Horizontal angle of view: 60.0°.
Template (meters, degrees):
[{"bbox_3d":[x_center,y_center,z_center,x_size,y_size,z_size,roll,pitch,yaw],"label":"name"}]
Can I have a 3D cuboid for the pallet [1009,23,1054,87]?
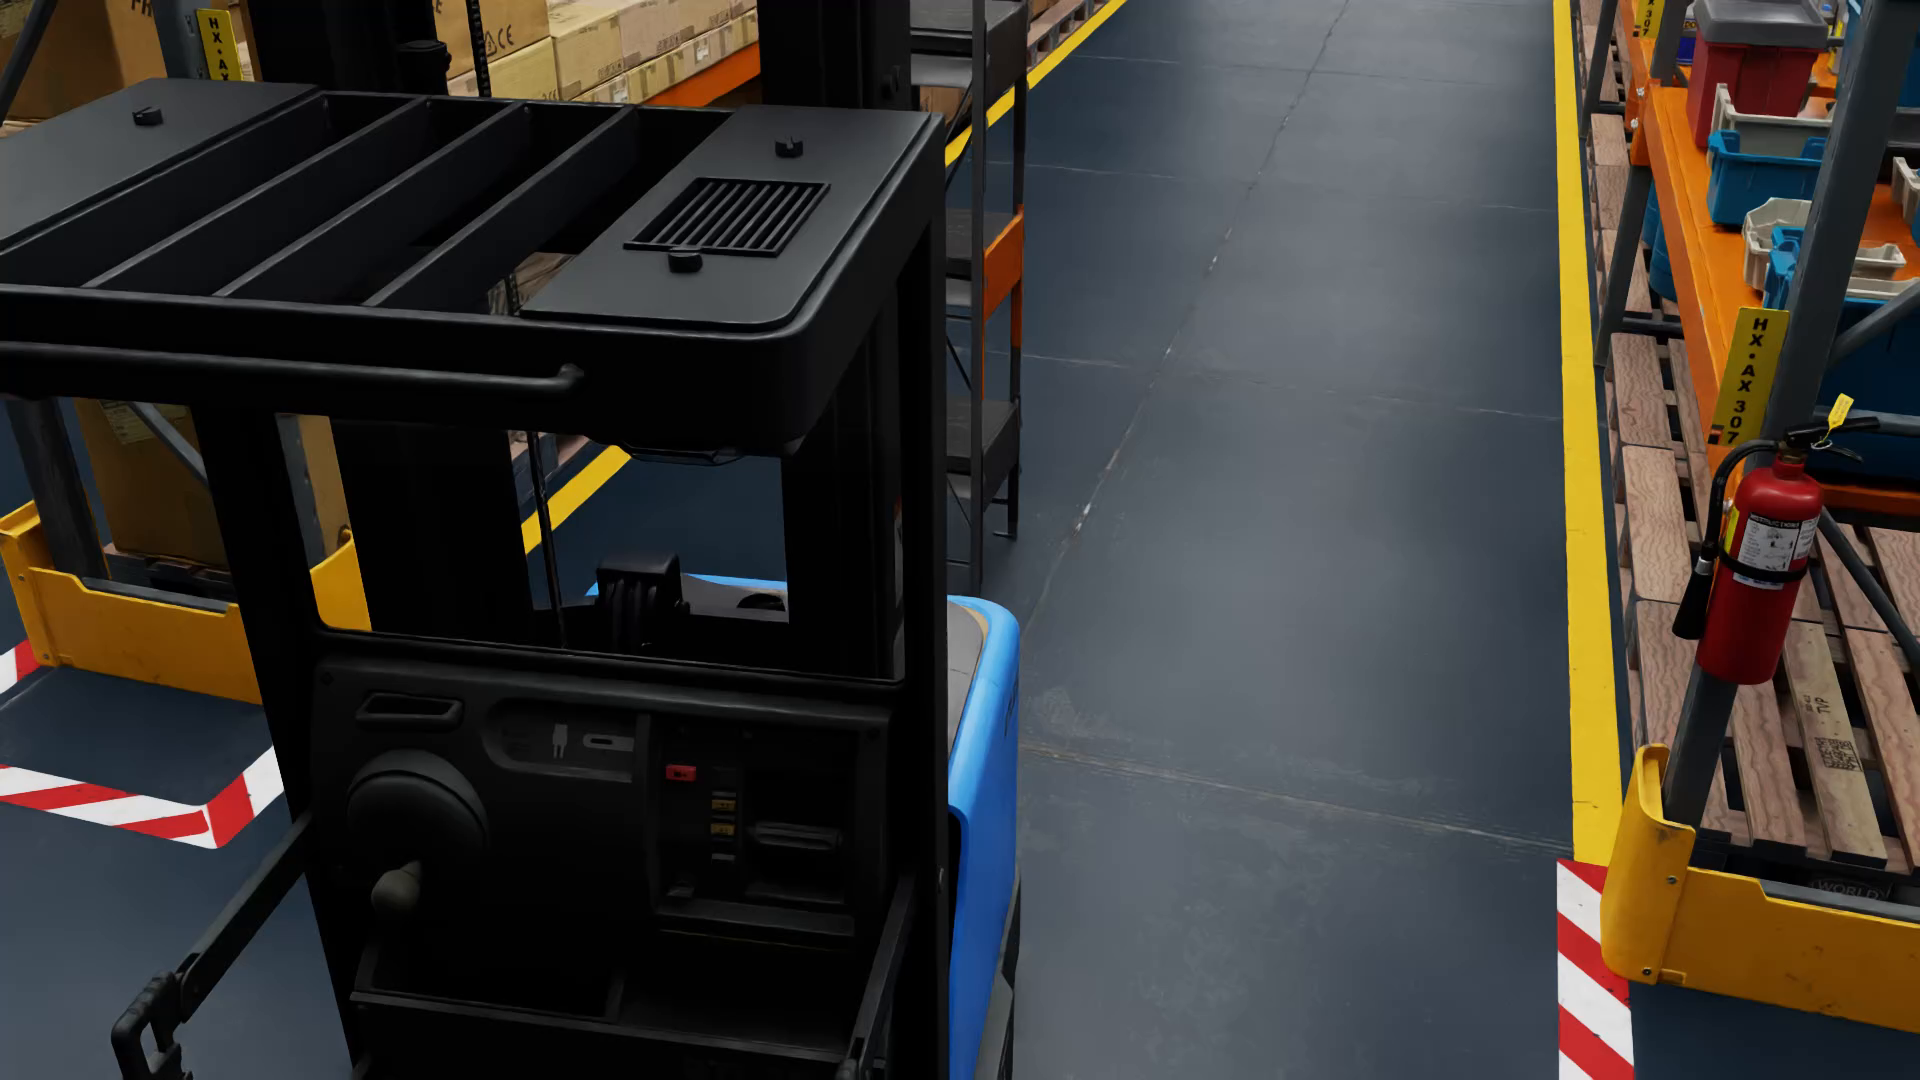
[{"bbox_3d":[0.093,-3.777,12.823,1.003,0.211,1.213,8,30,15],"label":"pallet"}]

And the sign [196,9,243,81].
[{"bbox_3d":[-1.958,-1.246,4.432,0.100,0.325,0.005,8,30,15],"label":"sign"}]

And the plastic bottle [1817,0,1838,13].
[{"bbox_3d":[4.194,-2.604,7.973,0.152,0.276,0.135,8,30,15],"label":"plastic bottle"}]

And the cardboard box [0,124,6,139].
[{"bbox_3d":[-5.813,-2.405,9.681,0.380,0.149,0.250,9,30,16],"label":"cardboard box"}]

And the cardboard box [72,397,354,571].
[{"bbox_3d":[-2.375,-0.479,5.779,0.875,0.875,0.875,8,30,15],"label":"cardboard box"}]

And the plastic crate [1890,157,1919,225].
[{"bbox_3d":[3.199,-1.126,5.398,0.293,0.136,0.466,8,30,15],"label":"plastic crate"}]

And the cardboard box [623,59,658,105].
[{"bbox_3d":[-1.465,-1.878,6.799,0.380,0.149,0.250,8,30,14],"label":"cardboard box"}]

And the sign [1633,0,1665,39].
[{"bbox_3d":[2.897,-2.267,6.956,0.100,0.325,0.005,8,30,15],"label":"sign"}]

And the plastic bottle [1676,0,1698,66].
[{"bbox_3d":[3.229,-2.242,7.323,0.152,0.276,0.135,8,30,15],"label":"plastic bottle"}]

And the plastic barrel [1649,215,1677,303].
[{"bbox_3d":[3.599,-1.584,7.738,0.600,0.901,0.708,8,30,15],"label":"plastic barrel"}]

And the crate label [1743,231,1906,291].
[{"bbox_3d":[2.472,-0.790,4.793,0.396,0.136,0.243,8,30,15],"label":"crate label"}]

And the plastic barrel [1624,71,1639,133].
[{"bbox_3d":[4.469,-2.931,10.234,0.600,0.830,0.708,8,30,15],"label":"plastic barrel"}]

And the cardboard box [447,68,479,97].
[{"bbox_3d":[-1.941,-1.406,5.541,0.500,0.250,0.500,8,30,14],"label":"cardboard box"}]

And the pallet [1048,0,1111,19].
[{"bbox_3d":[0.809,-4.911,14.861,1.003,0.211,1.213,8,30,15],"label":"pallet"}]

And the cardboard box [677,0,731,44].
[{"bbox_3d":[-1.340,-2.355,7.246,0.500,0.250,0.500,9,30,16],"label":"cardboard box"}]

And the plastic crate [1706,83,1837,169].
[{"bbox_3d":[2.798,-1.358,5.666,0.437,0.282,0.530,8,30,15],"label":"plastic crate"}]

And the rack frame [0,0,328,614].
[{"bbox_3d":[-2.486,-0.915,4.809,1.000,3.000,0.127,8,30,15],"label":"rack frame"}]

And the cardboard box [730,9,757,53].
[{"bbox_3d":[-1.164,-2.356,7.658,0.380,0.149,0.250,9,30,16],"label":"cardboard box"}]

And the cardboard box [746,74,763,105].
[{"bbox_3d":[-1.143,-2.329,9.105,1.225,0.875,0.875,9,30,15],"label":"cardboard box"}]

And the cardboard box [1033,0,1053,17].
[{"bbox_3d":[0.350,-4.571,13.500,0.700,0.500,0.500,11,31,19],"label":"cardboard box"}]

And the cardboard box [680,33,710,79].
[{"bbox_3d":[-1.315,-2.117,7.229,0.380,0.149,0.250,9,30,16],"label":"cardboard box"}]

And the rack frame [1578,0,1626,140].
[{"bbox_3d":[4.597,-3.926,10.222,1.000,3.000,0.127,8,30,15],"label":"rack frame"}]

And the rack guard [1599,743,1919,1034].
[{"bbox_3d":[2.254,0.897,4.123,1.175,0.500,0.348,8,30,15],"label":"rack guard"}]

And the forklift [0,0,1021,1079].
[{"bbox_3d":[-0.602,0.460,2.409,1.130,2.935,3.031,5,29,8],"label":"forklift"}]

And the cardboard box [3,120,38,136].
[{"bbox_3d":[-2.598,-1.243,5.246,0.500,0.250,0.500,8,30,14],"label":"cardboard box"}]

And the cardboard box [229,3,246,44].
[{"bbox_3d":[-5.259,-3.417,11.446,0.500,0.500,0.500,9,30,16],"label":"cardboard box"}]

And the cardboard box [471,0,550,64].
[{"bbox_3d":[-1.794,-1.966,5.775,0.500,0.500,0.500,8,30,14],"label":"cardboard box"}]

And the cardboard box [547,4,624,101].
[{"bbox_3d":[-1.642,-1.883,6.397,0.500,0.250,0.500,8,30,14],"label":"cardboard box"}]

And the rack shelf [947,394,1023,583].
[{"bbox_3d":[-0.049,-0.217,5.948,0.431,0.518,0.480,8,30,15],"label":"rack shelf"}]

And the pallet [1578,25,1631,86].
[{"bbox_3d":[5.221,-3.627,12.553,1.003,0.211,1.213,8,30,15],"label":"pallet"}]

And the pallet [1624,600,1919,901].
[{"bbox_3d":[2.528,0.633,4.896,1.003,0.211,1.213,8,30,15],"label":"pallet"}]

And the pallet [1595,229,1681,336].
[{"bbox_3d":[3.689,-1.201,8.192,1.003,0.211,1.213,8,30,15],"label":"pallet"}]

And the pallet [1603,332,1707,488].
[{"bbox_3d":[3.244,-0.501,6.934,1.003,0.211,1.213,8,30,15],"label":"pallet"}]

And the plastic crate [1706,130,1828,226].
[{"bbox_3d":[2.606,-1.152,5.346,0.416,0.233,0.300,8,30,15],"label":"plastic crate"}]

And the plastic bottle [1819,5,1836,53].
[{"bbox_3d":[3.905,-2.320,7.540,0.097,0.201,0.097,0,29,0],"label":"plastic bottle"}]

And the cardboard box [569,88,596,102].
[{"bbox_3d":[-1.616,-1.638,6.368,0.380,0.149,0.250,8,30,14],"label":"cardboard box"}]

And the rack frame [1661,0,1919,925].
[{"bbox_3d":[2.248,-0.208,3.539,1.000,3.000,0.127,8,30,15],"label":"rack frame"}]

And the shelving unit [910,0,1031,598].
[{"bbox_3d":[-0.049,-0.841,5.601,0.431,2.100,0.503,8,30,15],"label":"shelving unit"}]

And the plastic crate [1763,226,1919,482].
[{"bbox_3d":[2.168,-0.432,3.843,0.616,0.435,0.499,8,30,15],"label":"plastic crate"}]

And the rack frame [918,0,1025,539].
[{"bbox_3d":[0.023,-0.954,5.805,0.400,2.100,0.015,8,30,15],"label":"rack frame"}]

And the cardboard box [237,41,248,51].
[{"bbox_3d":[-2.299,-1.715,6.095,0.500,0.250,0.500,7,30,13],"label":"cardboard box"}]

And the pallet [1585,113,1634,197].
[{"bbox_3d":[4.405,-2.335,10.230,1.003,0.211,1.213,8,30,15],"label":"pallet"}]

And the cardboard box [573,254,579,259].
[{"bbox_3d":[-1.847,-1.315,7.283,0.875,0.875,0.875,8,30,15],"label":"cardboard box"}]

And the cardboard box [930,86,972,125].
[{"bbox_3d":[-0.630,-3.157,10.593,1.225,0.875,0.875,9,30,15],"label":"cardboard box"}]

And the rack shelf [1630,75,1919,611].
[{"bbox_3d":[2.836,-0.823,5.384,1.077,0.370,4.000,8,30,15],"label":"rack shelf"}]

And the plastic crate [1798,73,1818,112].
[{"bbox_3d":[3.149,-1.782,6.578,0.396,0.136,0.243,8,30,15],"label":"plastic crate"}]

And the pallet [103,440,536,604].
[{"bbox_3d":[-2.326,-0.079,6.175,1.003,0.211,1.213,8,30,15],"label":"pallet"}]
